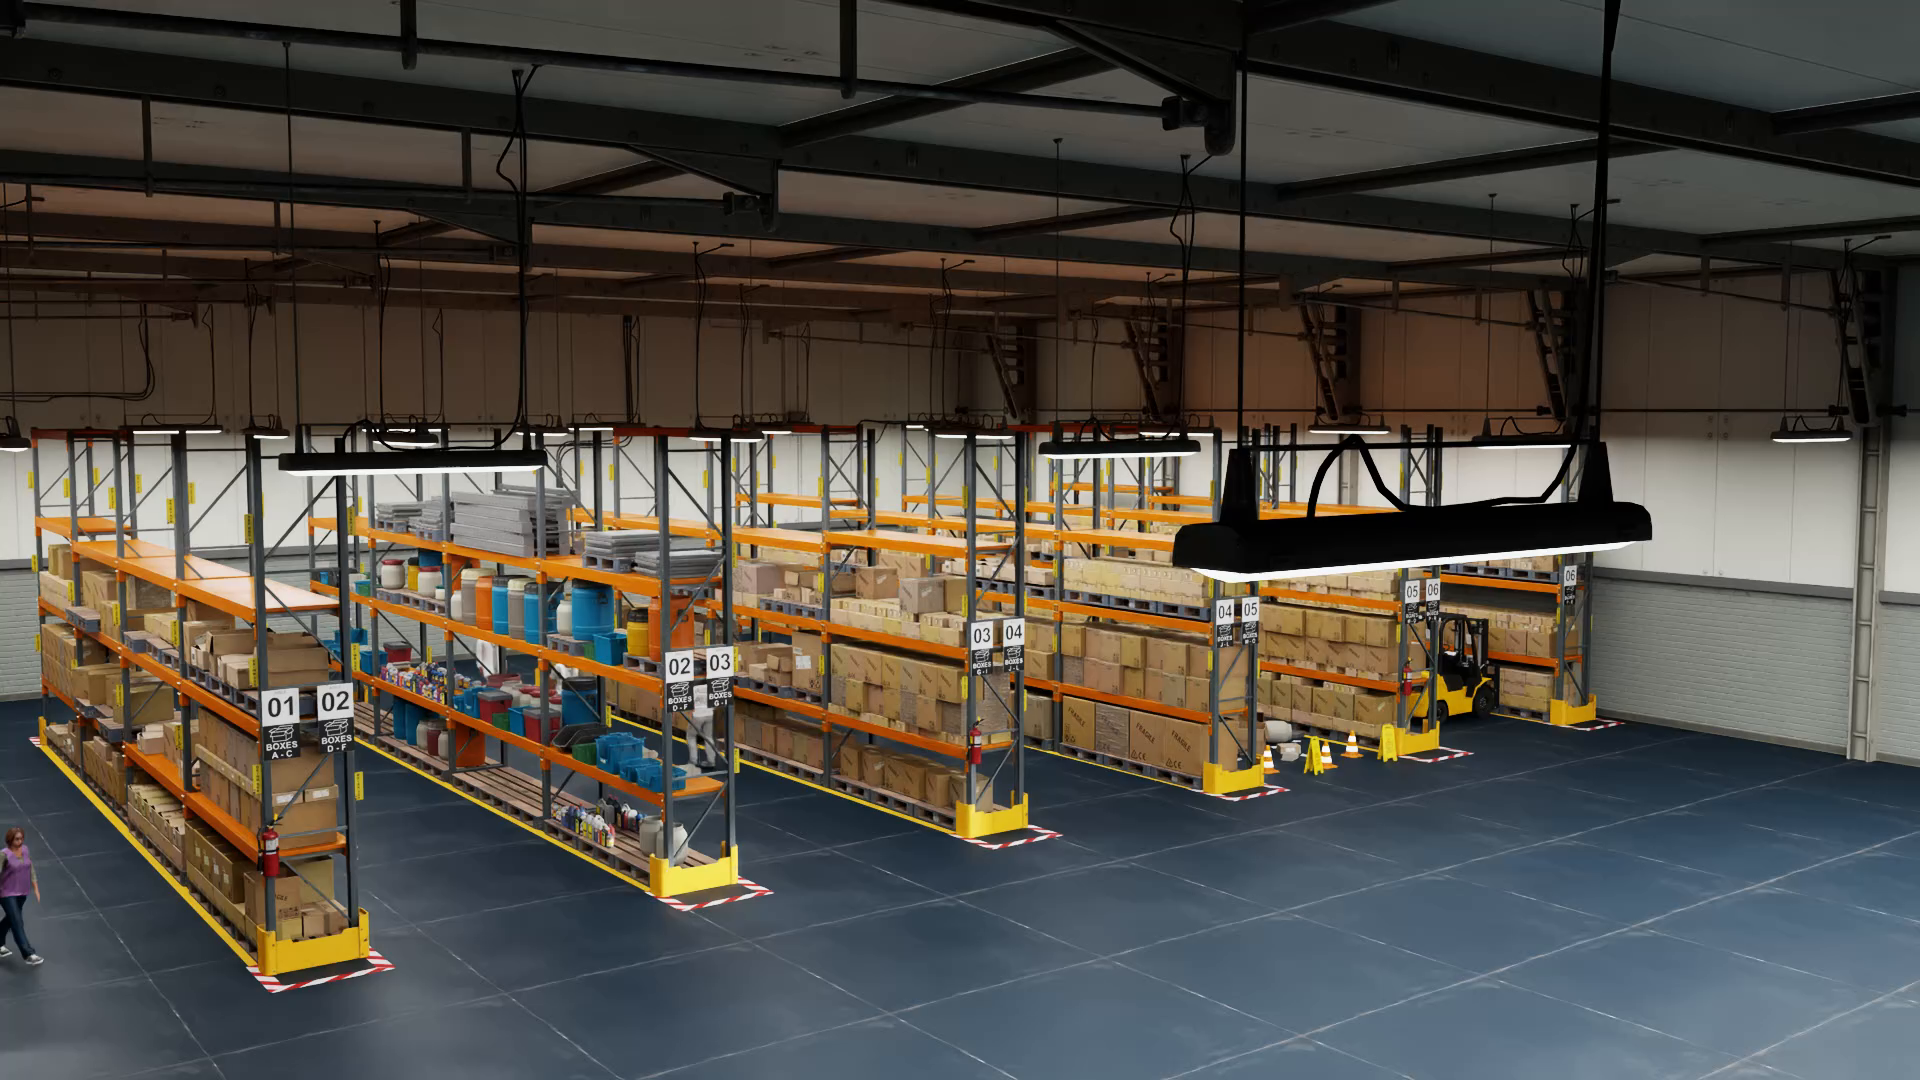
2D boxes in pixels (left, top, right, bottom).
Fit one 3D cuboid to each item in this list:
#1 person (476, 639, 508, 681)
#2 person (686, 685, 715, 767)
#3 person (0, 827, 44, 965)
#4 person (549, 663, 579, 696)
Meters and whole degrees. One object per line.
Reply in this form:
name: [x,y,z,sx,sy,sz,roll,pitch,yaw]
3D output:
person: [-9.819,2.713,35.121,0.731,1.807,0.598,3,6,36]
person: [-4.586,3.170,29.430,0.609,1.819,0.597,4,6,43]
person: [-10.765,4.044,18.993,0.979,1.539,0.440,1,5,16]
person: [-7.623,2.952,31.950,0.700,1.762,0.641,3,6,38]
